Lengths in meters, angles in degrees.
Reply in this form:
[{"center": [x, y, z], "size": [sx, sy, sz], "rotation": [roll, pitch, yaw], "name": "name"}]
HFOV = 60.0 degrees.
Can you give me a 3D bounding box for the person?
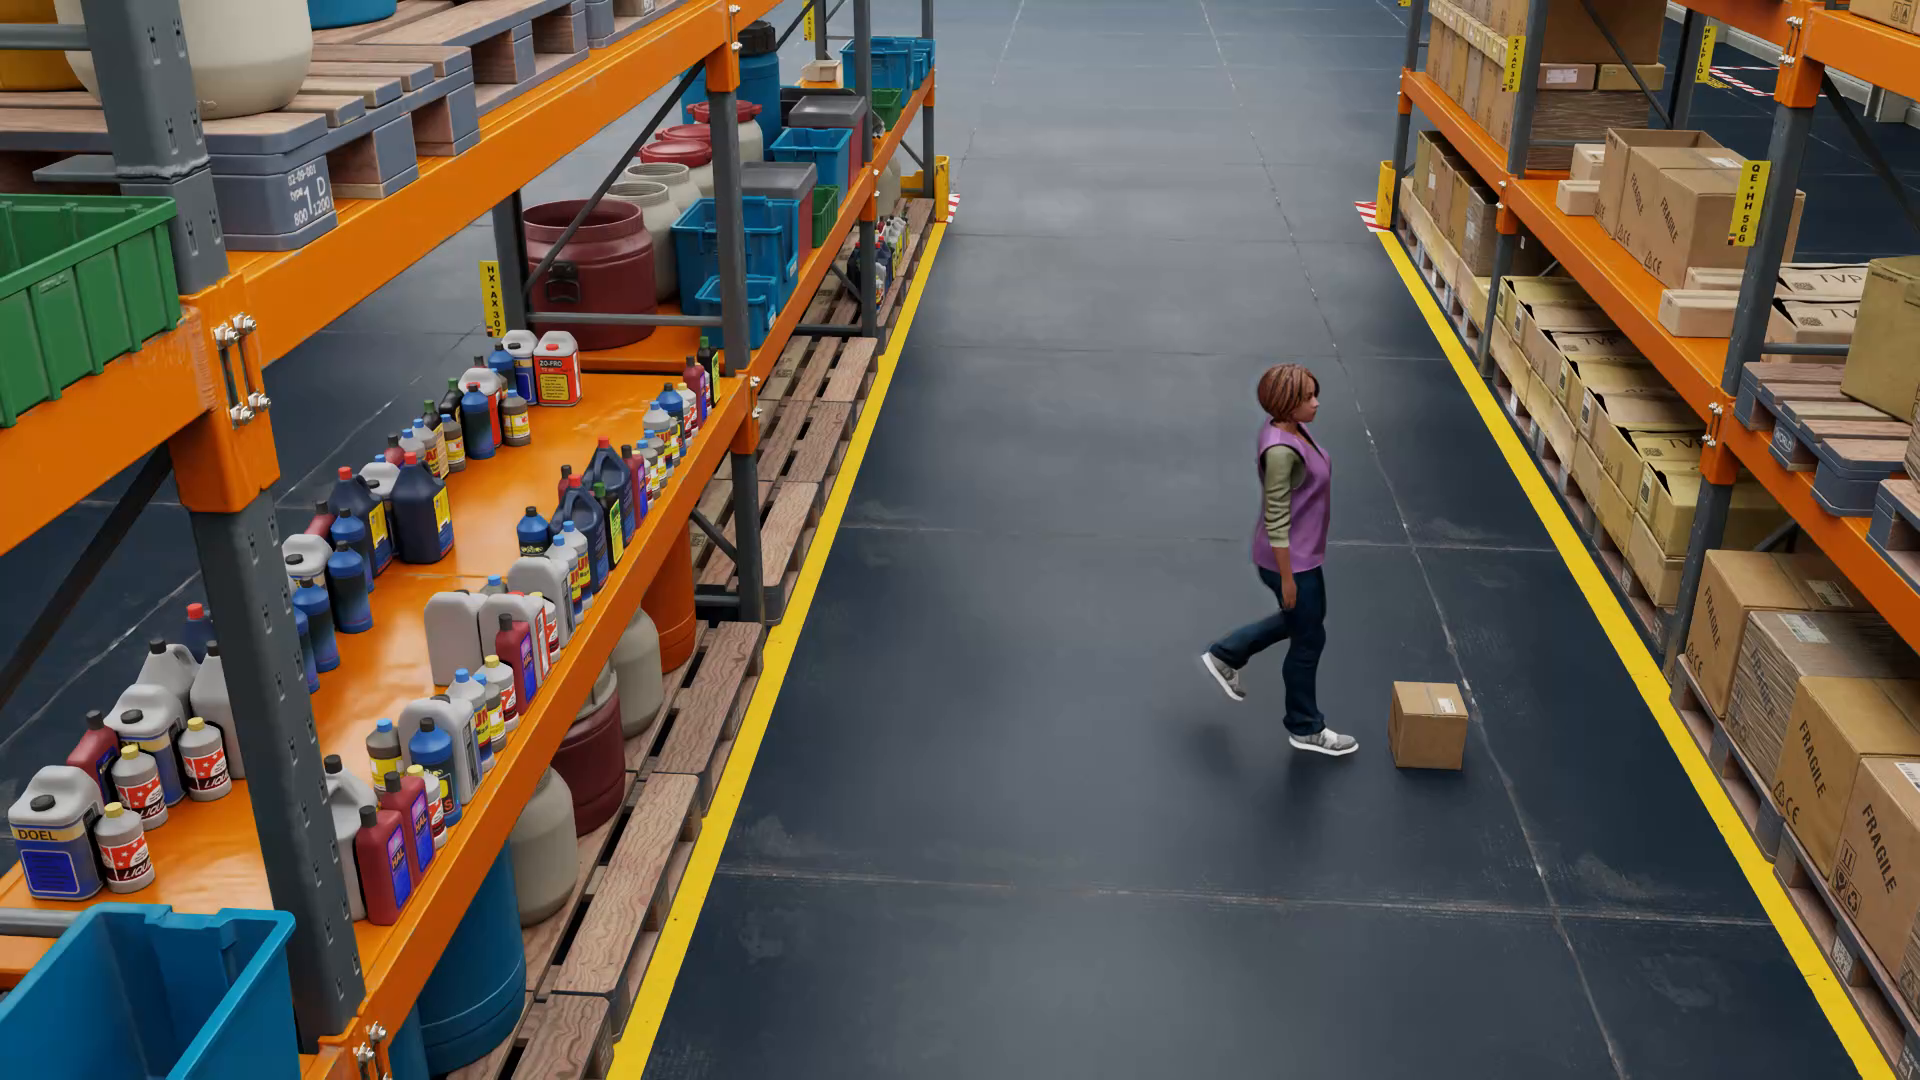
[{"center": [1.284, 0.071, 6.419], "size": [0.646, 1.589, 0.440], "rotation": [5, 25, 11], "name": "person"}]
